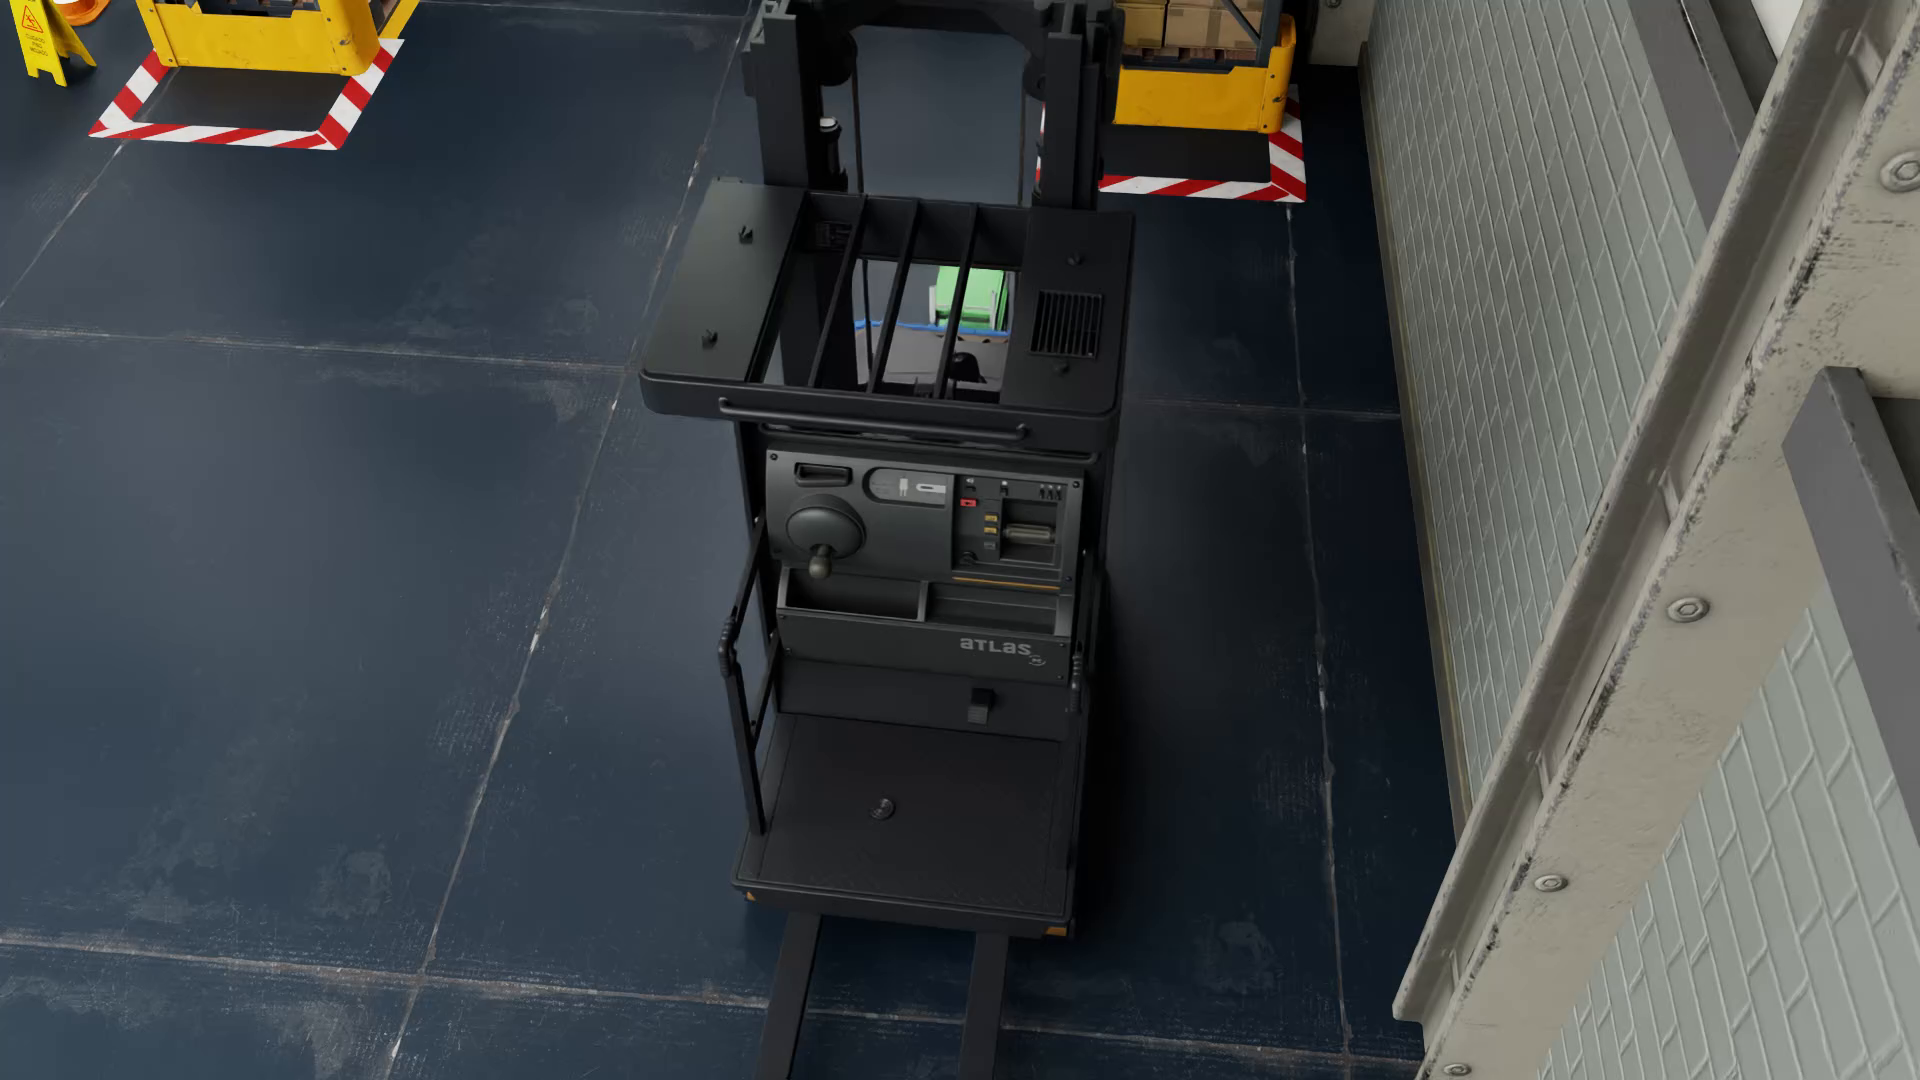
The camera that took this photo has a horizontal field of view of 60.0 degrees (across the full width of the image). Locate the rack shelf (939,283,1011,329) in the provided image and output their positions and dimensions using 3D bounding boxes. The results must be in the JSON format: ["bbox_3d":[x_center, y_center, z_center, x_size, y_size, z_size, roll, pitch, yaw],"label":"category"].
[{"bbox_3d":[0.043,-0.794,6.424,0.258,0.148,0.480,5,48,5],"label":"rack shelf"}]

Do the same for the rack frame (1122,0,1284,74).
[{"bbox_3d":[1.120,-3.317,7.751,1.000,3.000,0.127,4,48,4],"label":"rack frame"}]

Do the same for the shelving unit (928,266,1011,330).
[{"bbox_3d":[0.043,-0.675,6.554,0.258,1.200,0.503,5,48,5],"label":"shelving unit"}]

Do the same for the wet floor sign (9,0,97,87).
[{"bbox_3d":[-4.906,-2.786,8.861,0.267,0.644,0.232,19,50,17],"label":"wet floor sign"}]

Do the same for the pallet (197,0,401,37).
[{"bbox_3d":[-3.707,-3.358,9.678,1.003,0.211,1.213,4,48,4],"label":"pallet"}]

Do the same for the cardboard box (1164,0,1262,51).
[{"bbox_3d":[1.359,-2.879,8.929,0.500,0.250,0.500,4,48,4],"label":"cardboard box"}]

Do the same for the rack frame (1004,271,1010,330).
[{"bbox_3d":[0.074,-0.854,6.718,0.240,1.200,0.015,5,48,5],"label":"rack frame"}]

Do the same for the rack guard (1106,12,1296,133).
[{"bbox_3d":[1.118,-2.456,8.657,1.175,0.500,0.348,4,48,4],"label":"rack guard"}]

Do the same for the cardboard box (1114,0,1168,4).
[{"bbox_3d":[0.853,-3.078,8.773,0.500,0.250,0.500,3,48,3],"label":"cardboard box"}]

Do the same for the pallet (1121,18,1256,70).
[{"bbox_3d":[1.148,-2.941,9.297,1.003,0.211,1.213,4,48,4],"label":"pallet"}]

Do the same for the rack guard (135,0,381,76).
[{"bbox_3d":[-3.817,-2.860,9.027,1.175,0.500,0.348,4,48,4],"label":"rack guard"}]

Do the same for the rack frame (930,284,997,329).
[{"bbox_3d":[0.012,-0.497,6.391,0.240,1.200,0.015,5,48,5],"label":"rack frame"}]

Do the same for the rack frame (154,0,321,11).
[{"bbox_3d":[-3.823,-3.648,8.054,1.000,3.000,0.127,4,48,4],"label":"rack frame"}]

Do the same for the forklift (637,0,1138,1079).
[{"bbox_3d":[-0.133,0.044,4.724,1.130,2.935,3.031,5,48,5],"label":"forklift"}]

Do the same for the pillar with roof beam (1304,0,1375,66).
[{"bbox_3d":[-2.206,-6.082,6.215,9.100,9.000,0.400,4,48,4],"label":"pillar with roof beam"}]

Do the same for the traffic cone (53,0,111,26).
[{"bbox_3d":[-5.069,-3.195,9.358,0.336,0.463,0.334,4,48,4],"label":"traffic cone"}]

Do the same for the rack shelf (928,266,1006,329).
[{"bbox_3d":[0.043,-0.956,6.247,0.258,0.148,0.480,5,48,5],"label":"rack shelf"}]

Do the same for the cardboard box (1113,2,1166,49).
[{"bbox_3d":[0.848,-2.897,8.946,0.500,0.250,0.500,4,48,4],"label":"cardboard box"}]

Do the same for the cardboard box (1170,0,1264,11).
[{"bbox_3d":[1.370,-3.031,8.730,0.500,0.250,0.500,5,48,4],"label":"cardboard box"}]

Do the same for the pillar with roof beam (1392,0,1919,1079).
[{"bbox_3d":[-2.753,-1.673,2.182,9.100,9.000,0.400,4,48,4],"label":"pillar with roof beam"}]
